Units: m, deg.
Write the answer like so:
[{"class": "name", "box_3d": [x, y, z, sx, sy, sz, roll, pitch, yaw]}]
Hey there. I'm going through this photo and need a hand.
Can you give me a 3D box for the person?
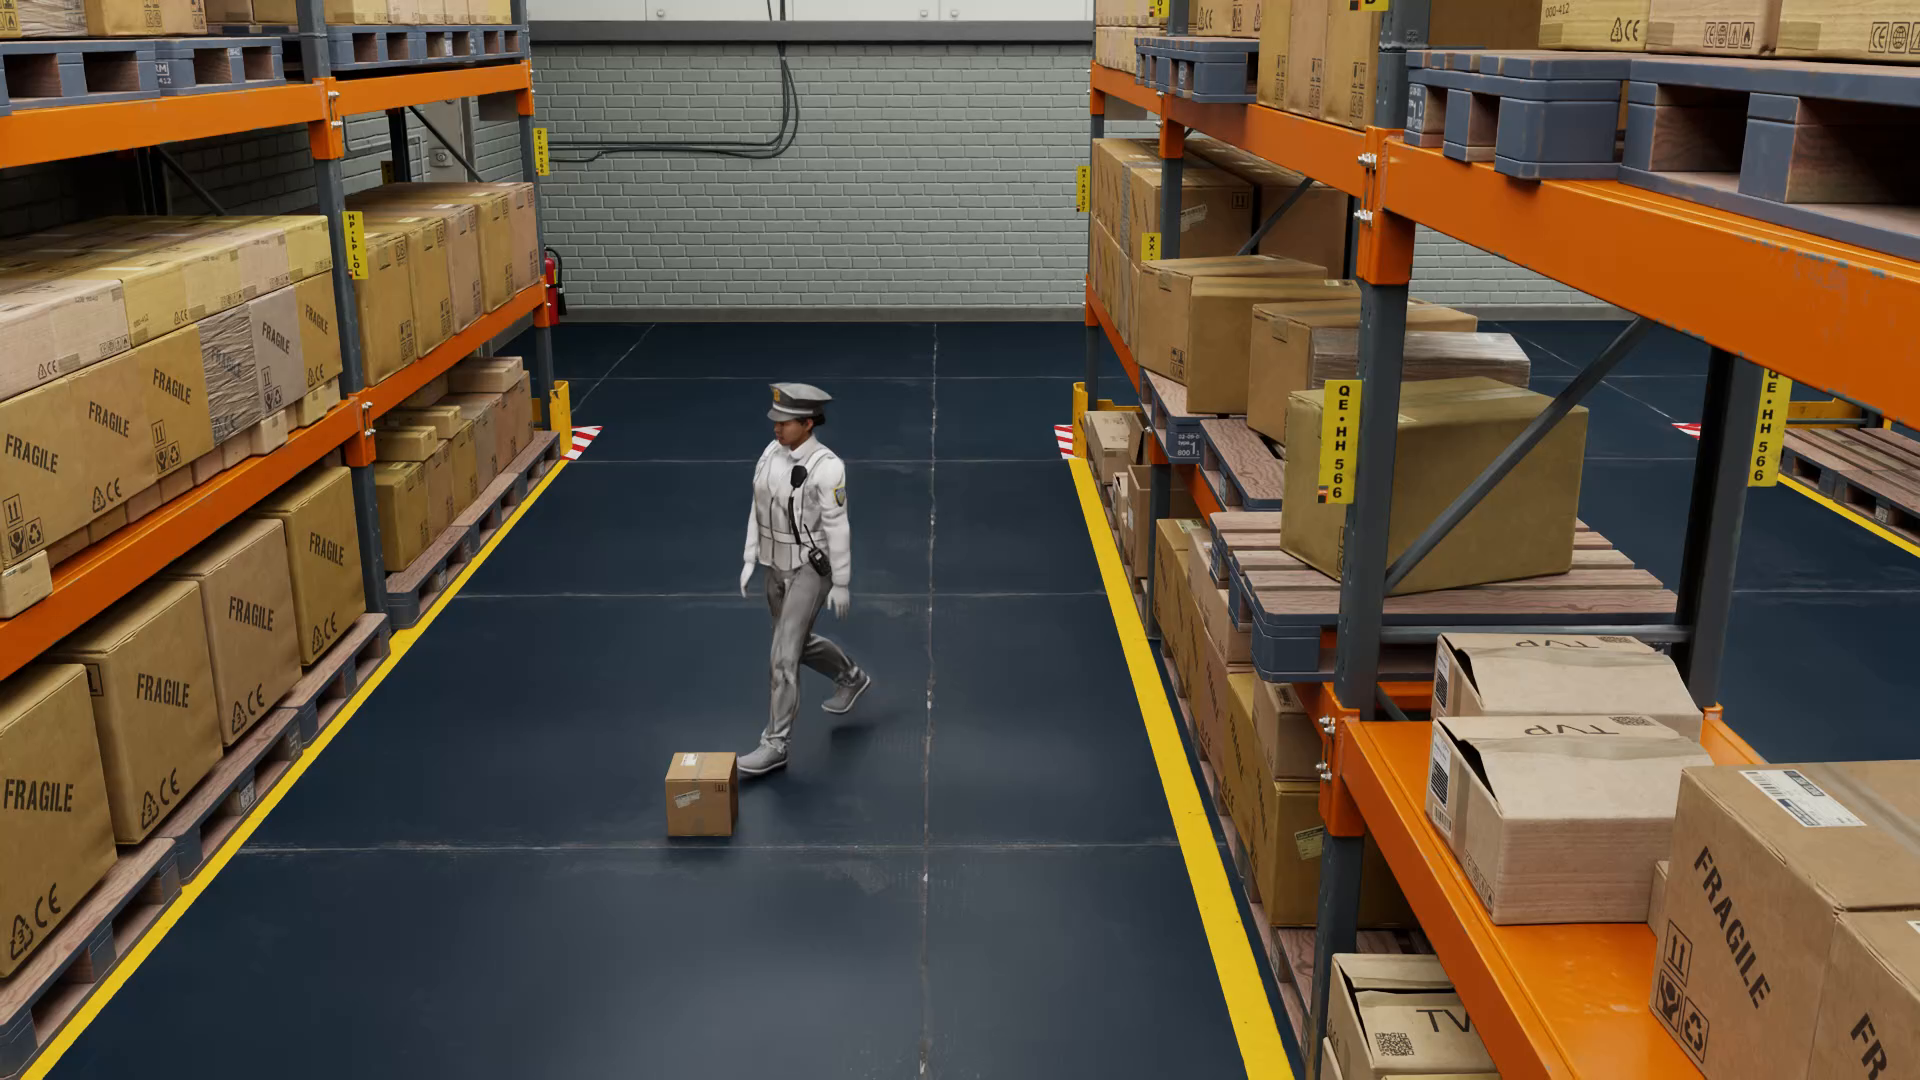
[{"class": "person", "box_3d": [-0.689, 0.127, 7.130, 0.894, 1.639, 0.514, -16, 23, -41]}]
